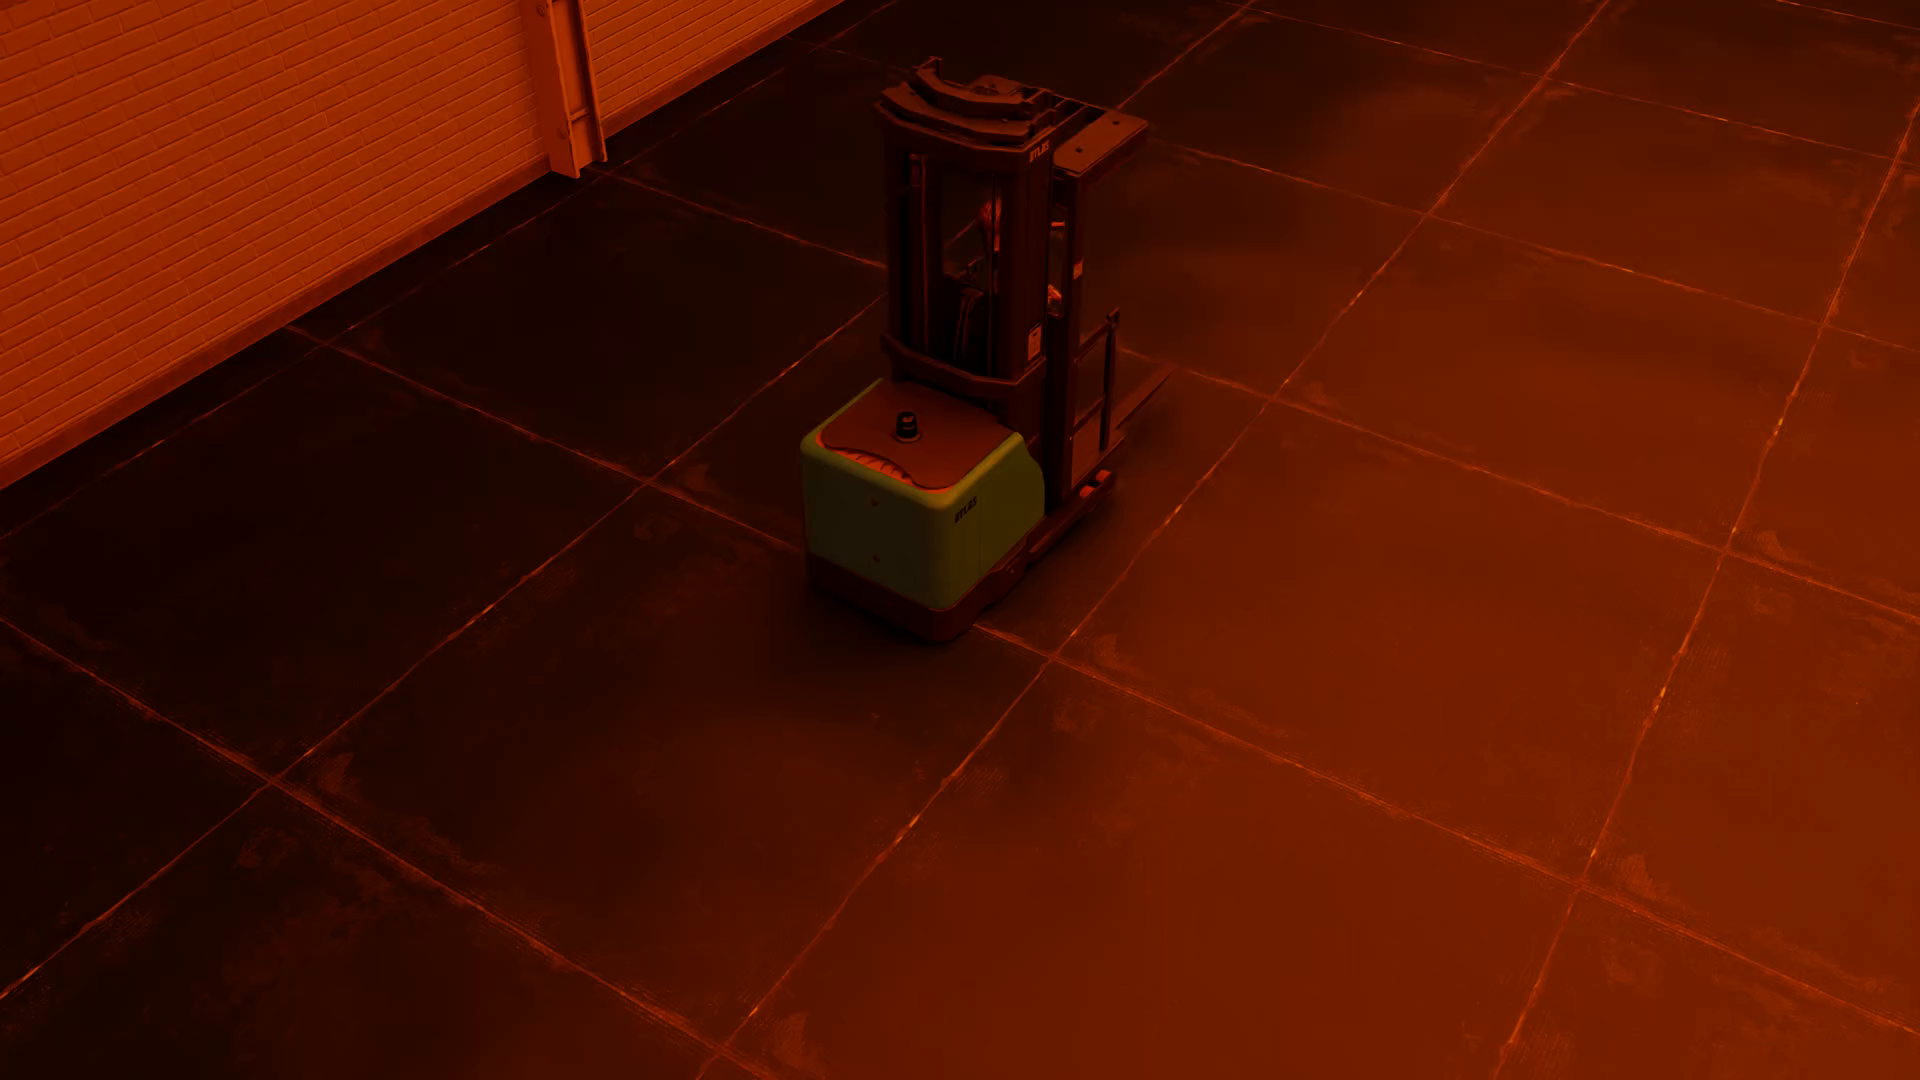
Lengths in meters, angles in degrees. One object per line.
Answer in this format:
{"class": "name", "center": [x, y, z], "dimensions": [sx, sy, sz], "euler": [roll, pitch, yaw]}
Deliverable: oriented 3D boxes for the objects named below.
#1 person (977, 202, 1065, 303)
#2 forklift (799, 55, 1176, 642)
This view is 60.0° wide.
{"class": "person", "center": [0.539, -1.795, 10.743], "dimensions": [0.655, 0.760, 0.715], "euler": [-28, 48, -29]}
{"class": "forklift", "center": [0.337, -1.455, 9.684], "dimensions": [1.130, 2.935, 3.031], "euler": [24, 46, 26]}
